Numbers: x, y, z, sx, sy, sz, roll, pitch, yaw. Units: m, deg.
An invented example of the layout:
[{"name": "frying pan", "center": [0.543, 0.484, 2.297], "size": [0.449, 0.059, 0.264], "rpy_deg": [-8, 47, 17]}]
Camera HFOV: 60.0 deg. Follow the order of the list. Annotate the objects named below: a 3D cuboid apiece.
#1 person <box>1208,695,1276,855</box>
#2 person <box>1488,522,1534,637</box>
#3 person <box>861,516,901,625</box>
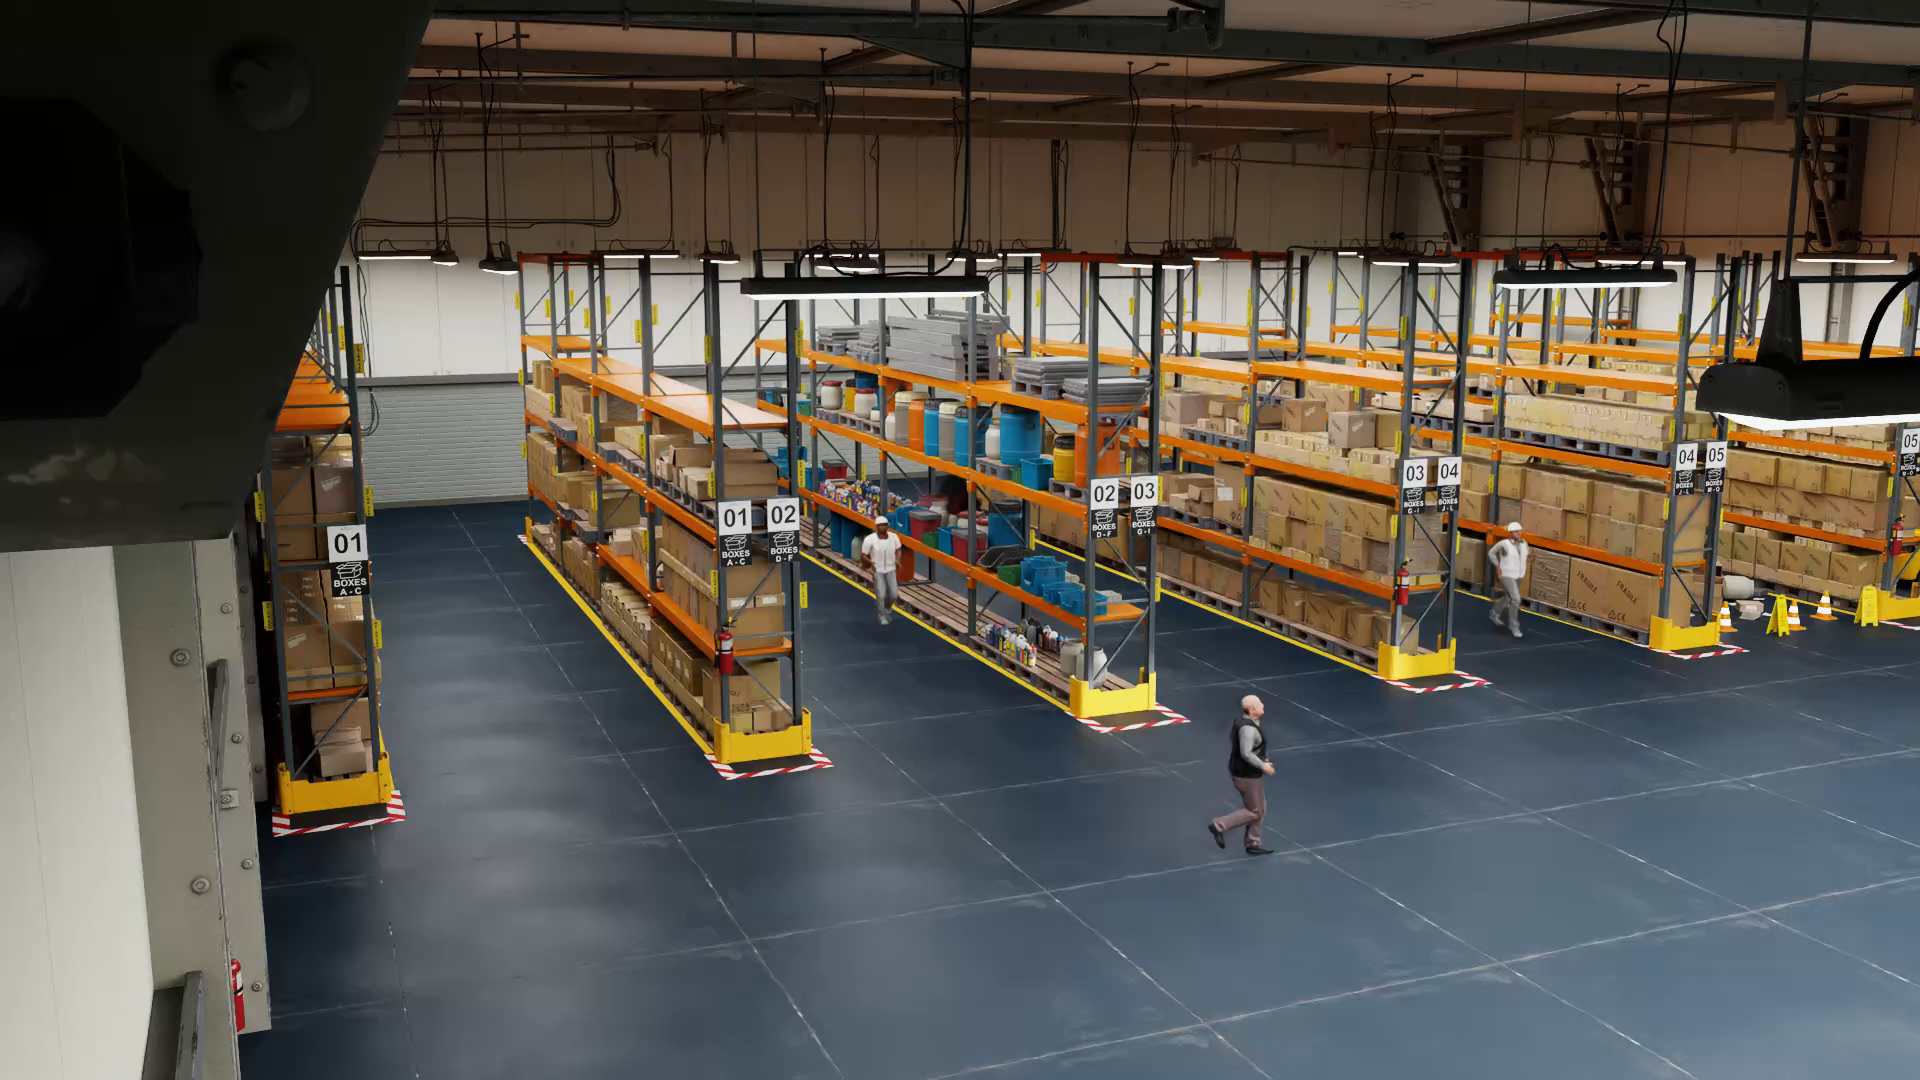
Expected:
[{"name": "person", "center": [2.907, 2.424, 17.160], "size": [0.723, 1.710, 0.667], "rpy_deg": [0, 10, -1]}, {"name": "person", "center": [8.905, 0.604, 26.867], "size": [0.630, 1.837, 0.789], "rpy_deg": [-5, 12, -27]}, {"name": "person", "center": [-1.179, 0.497, 25.926], "size": [0.674, 1.754, 0.536], "rpy_deg": [-3, 11, -18]}]
